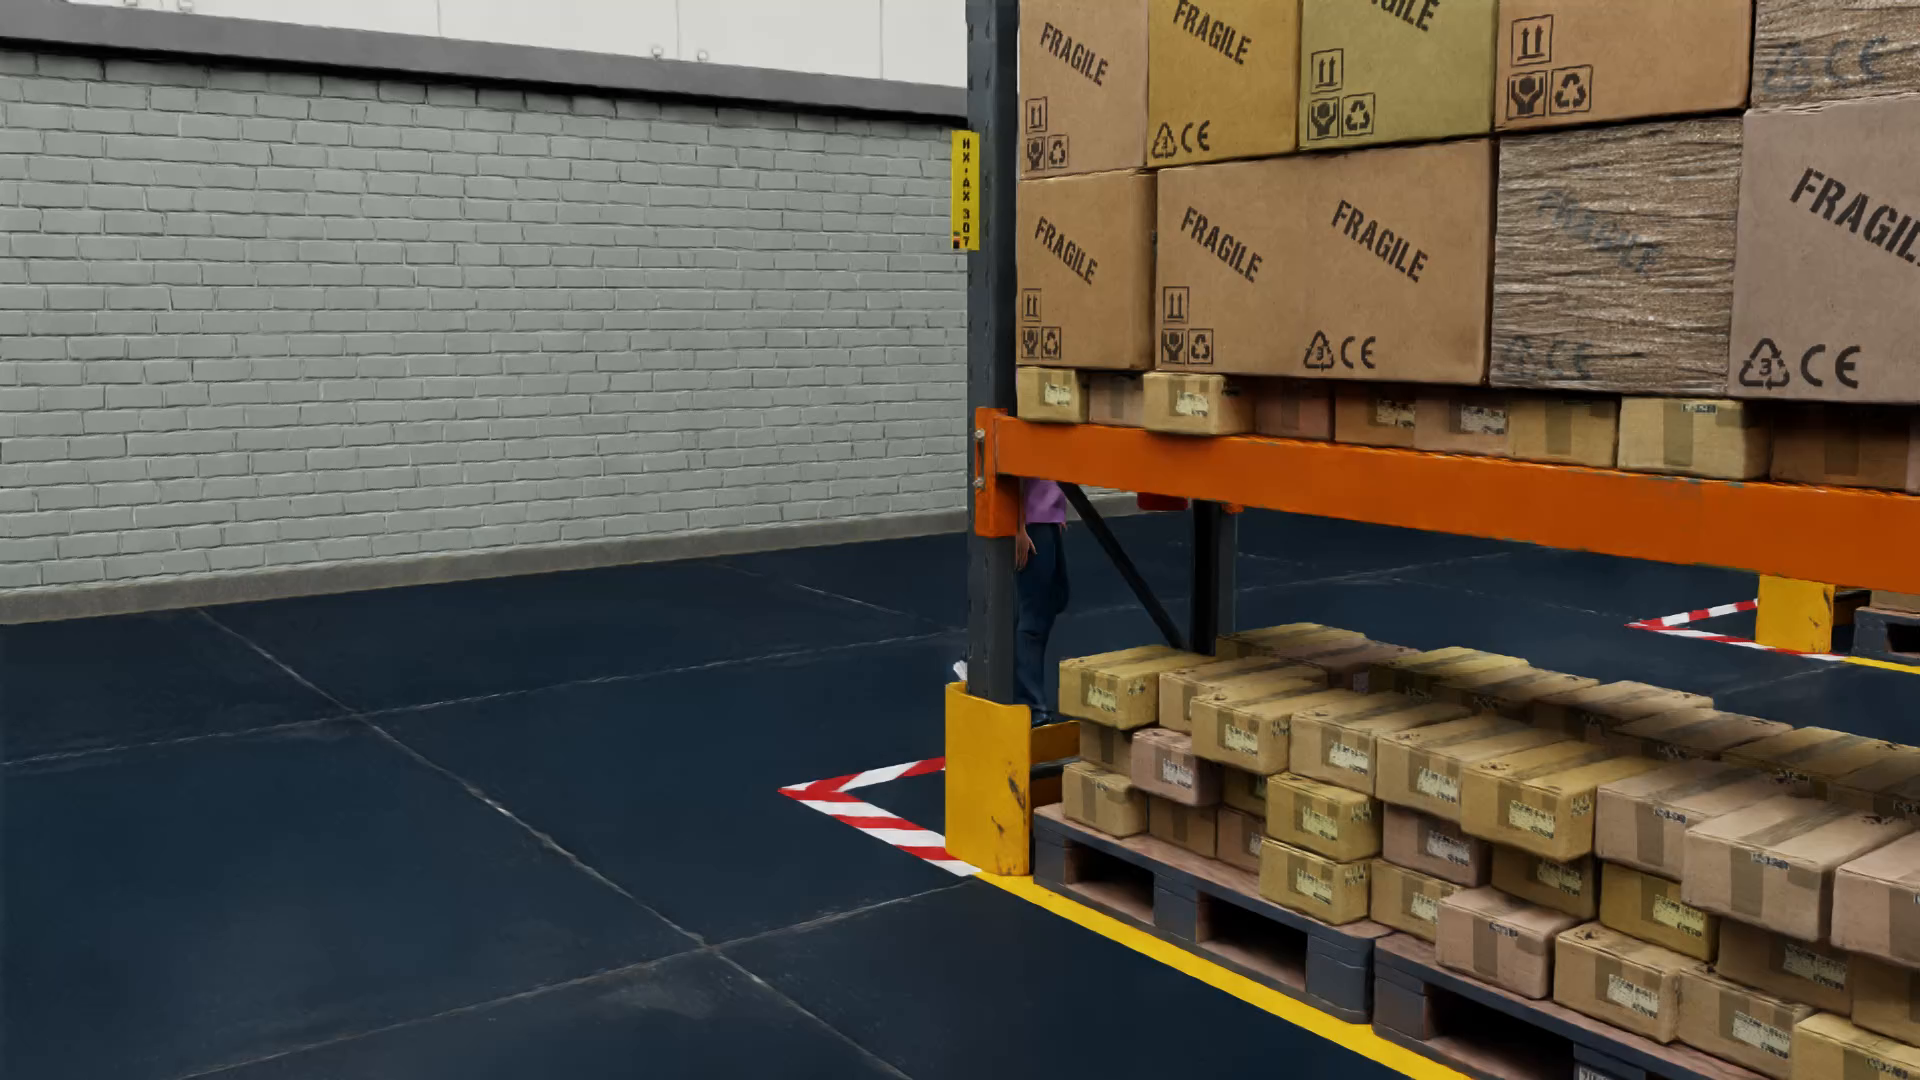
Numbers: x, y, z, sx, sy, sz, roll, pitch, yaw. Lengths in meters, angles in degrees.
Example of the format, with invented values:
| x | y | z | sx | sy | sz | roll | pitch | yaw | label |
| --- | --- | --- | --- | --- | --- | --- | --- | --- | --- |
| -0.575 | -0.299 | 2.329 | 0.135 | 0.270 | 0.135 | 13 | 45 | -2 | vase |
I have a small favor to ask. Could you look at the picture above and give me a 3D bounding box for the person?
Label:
| x | y | z | sx | sy | sz | roll | pitch | yaw | label |
| --- | --- | --- | --- | --- | --- | --- | --- | --- | --- |
| 0.215 | -0.055 | 6.106 | 0.498 | 1.594 | 0.559 | 0 | 8 | 3 | person |
